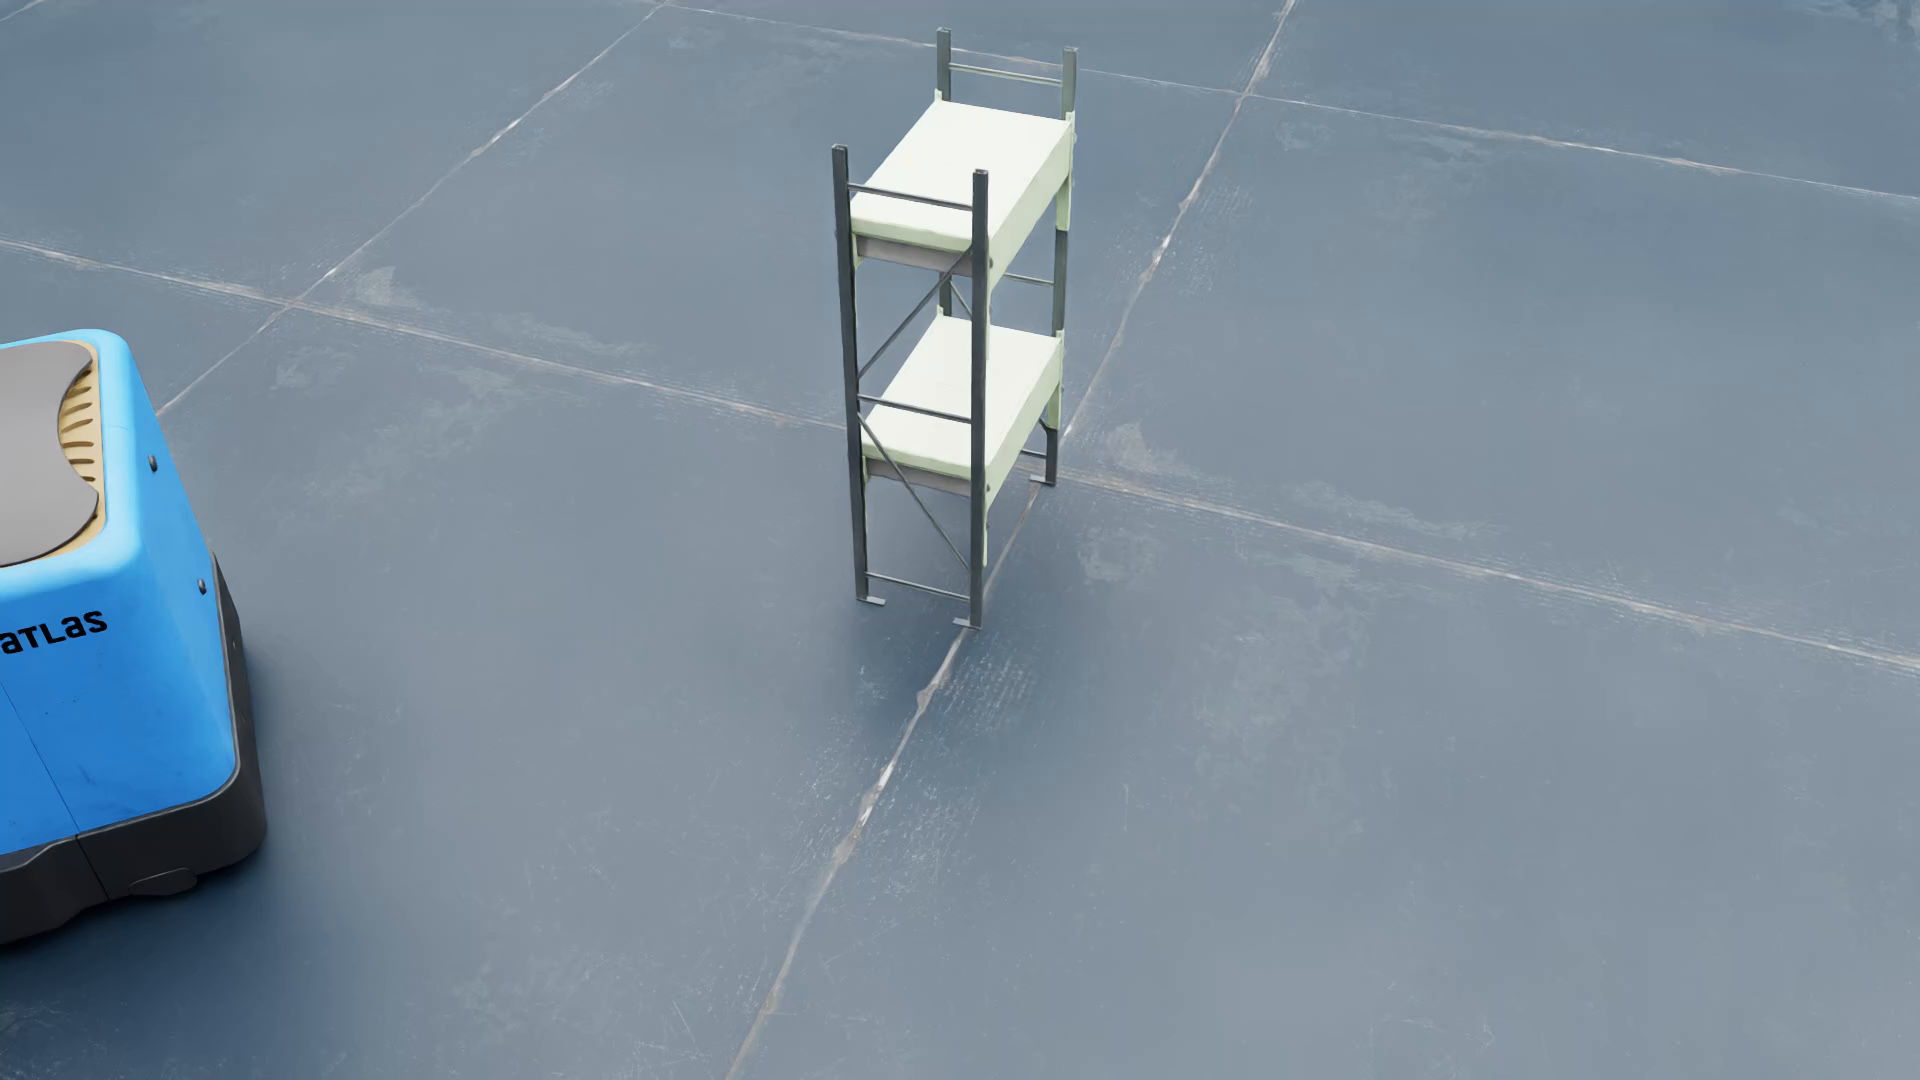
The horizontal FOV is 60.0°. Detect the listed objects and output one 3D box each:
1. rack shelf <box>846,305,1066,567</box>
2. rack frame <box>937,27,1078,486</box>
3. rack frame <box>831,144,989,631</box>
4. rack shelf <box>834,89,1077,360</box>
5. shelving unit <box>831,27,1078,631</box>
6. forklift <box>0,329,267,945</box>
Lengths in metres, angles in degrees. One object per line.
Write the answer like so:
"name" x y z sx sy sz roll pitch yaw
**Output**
"rack shelf" 0.002 -0.327 4.980 0.431 0.370 0.720 13 42 15
"rack frame" 0.127 -0.798 5.030 0.400 1.500 0.023 13 42 15
"rack frame" -0.123 -0.351 4.506 0.400 1.500 0.023 13 42 15
"rack shelf" 0.002 -0.872 4.515 0.431 0.370 0.720 13 42 15
"shelving unit" 0.002 -0.575 4.768 0.431 1.500 0.755 13 42 15
"forklift" -3.344 -0.198 3.224 3.031 2.935 1.130 -15 43 -17
